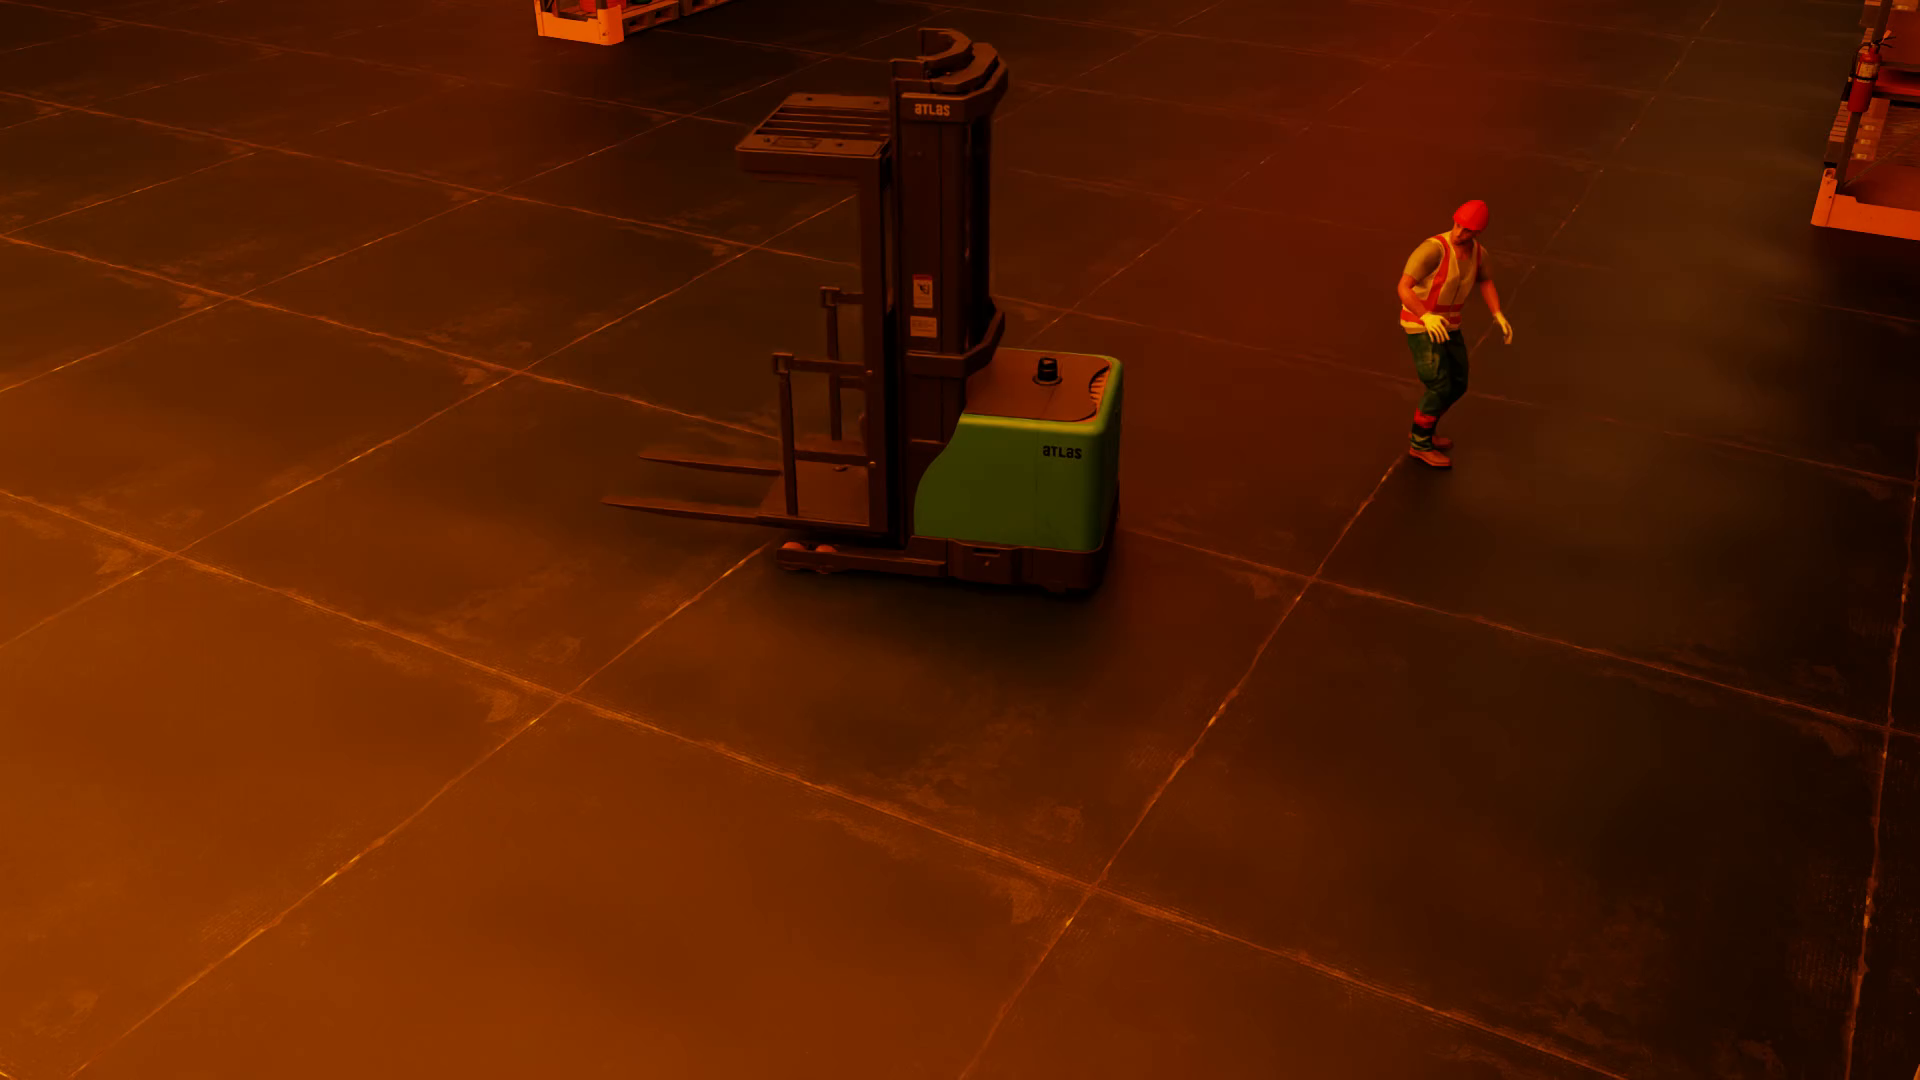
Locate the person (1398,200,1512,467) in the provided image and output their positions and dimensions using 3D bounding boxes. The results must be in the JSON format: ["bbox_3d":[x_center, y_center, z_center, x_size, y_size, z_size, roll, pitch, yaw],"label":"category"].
[{"bbox_3d":[3.119,-1.335,10.611,0.763,1.728,0.520,-19,35,-30],"label":"person"}]

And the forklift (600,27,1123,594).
[{"bbox_3d":[-0.606,-1.323,9.363,3.031,2.935,1.130,6,30,10],"label":"forklift"}]
